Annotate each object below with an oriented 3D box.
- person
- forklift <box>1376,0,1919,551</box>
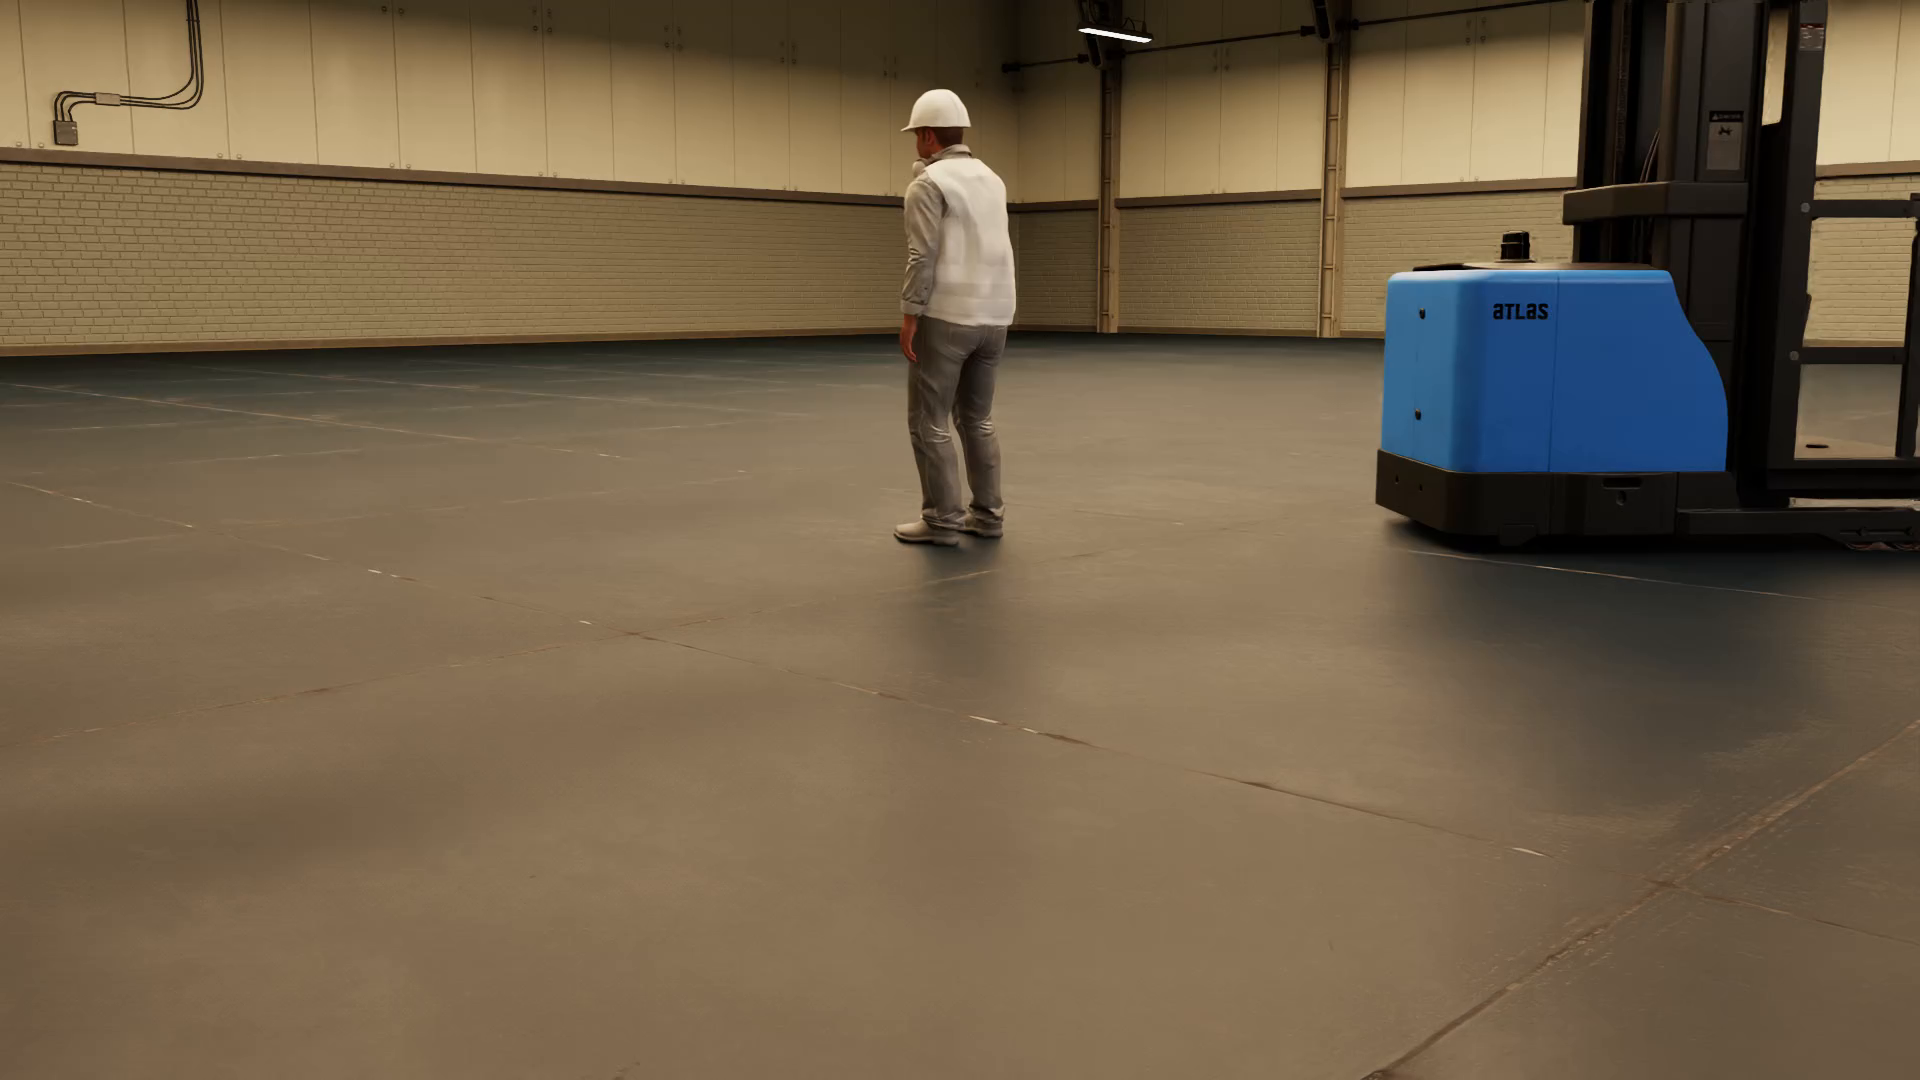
[{"bbox_3d":[-0.024,-0.876,6.595,0.463,1.770,0.580,8,11,41],"label":"person"},{"bbox_3d":[3.357,-1.484,6.732,3.031,2.935,1.130,0,9,-3],"label":"forklift"}]
